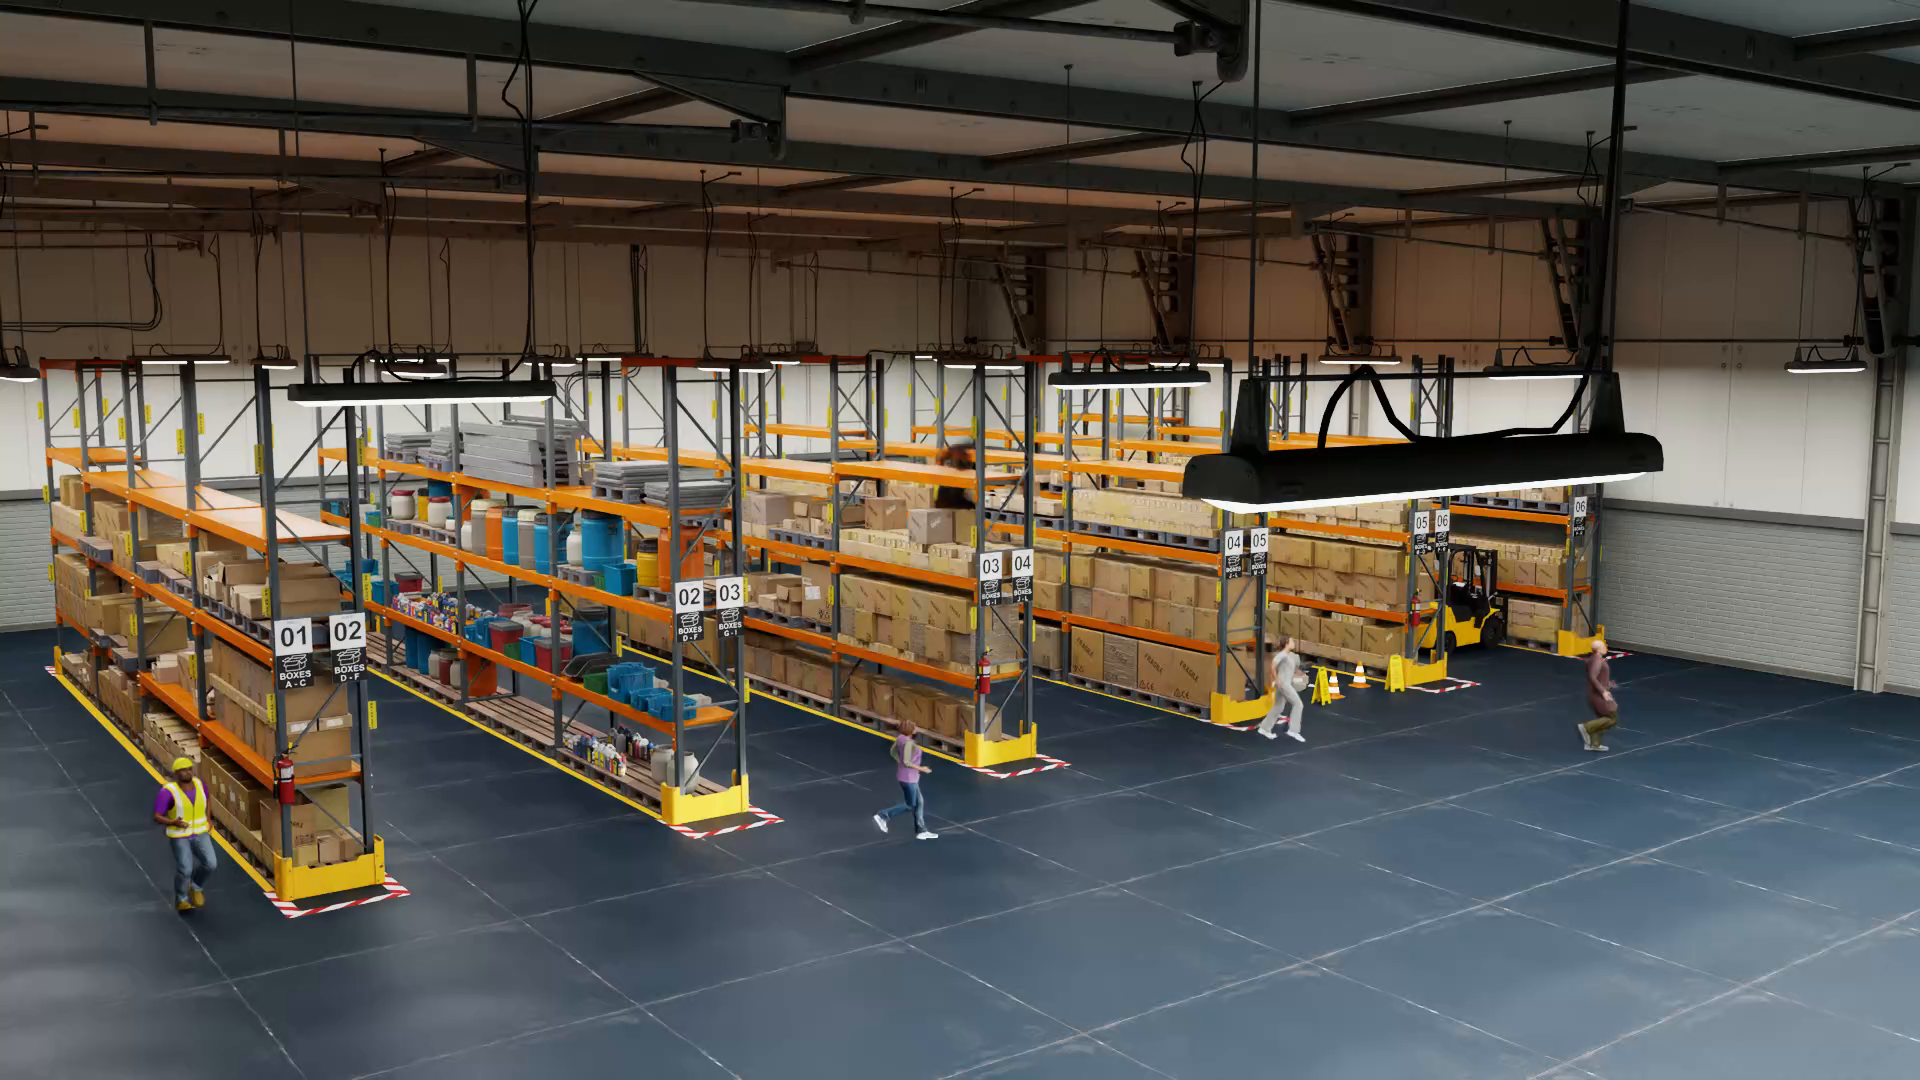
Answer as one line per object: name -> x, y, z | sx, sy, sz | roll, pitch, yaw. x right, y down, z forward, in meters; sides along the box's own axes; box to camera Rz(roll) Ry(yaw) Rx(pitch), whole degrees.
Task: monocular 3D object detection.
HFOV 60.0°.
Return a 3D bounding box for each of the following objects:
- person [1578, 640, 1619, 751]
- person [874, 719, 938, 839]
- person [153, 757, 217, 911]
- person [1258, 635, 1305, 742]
person -> 9.849, 2.402, 25.631 | 0.635, 1.730, 0.708 | 1, 7, 8
person -> -0.686, 3.081, 21.039 | 0.826, 1.488, 0.541 | -1, 7, -11
person -> -8.506, 3.261, 18.383 | 0.588, 1.744, 0.702 | 5, 9, 38
person -> 5.118, 2.332, 26.384 | 0.750, 1.677, 0.557 | 1, 7, 11
